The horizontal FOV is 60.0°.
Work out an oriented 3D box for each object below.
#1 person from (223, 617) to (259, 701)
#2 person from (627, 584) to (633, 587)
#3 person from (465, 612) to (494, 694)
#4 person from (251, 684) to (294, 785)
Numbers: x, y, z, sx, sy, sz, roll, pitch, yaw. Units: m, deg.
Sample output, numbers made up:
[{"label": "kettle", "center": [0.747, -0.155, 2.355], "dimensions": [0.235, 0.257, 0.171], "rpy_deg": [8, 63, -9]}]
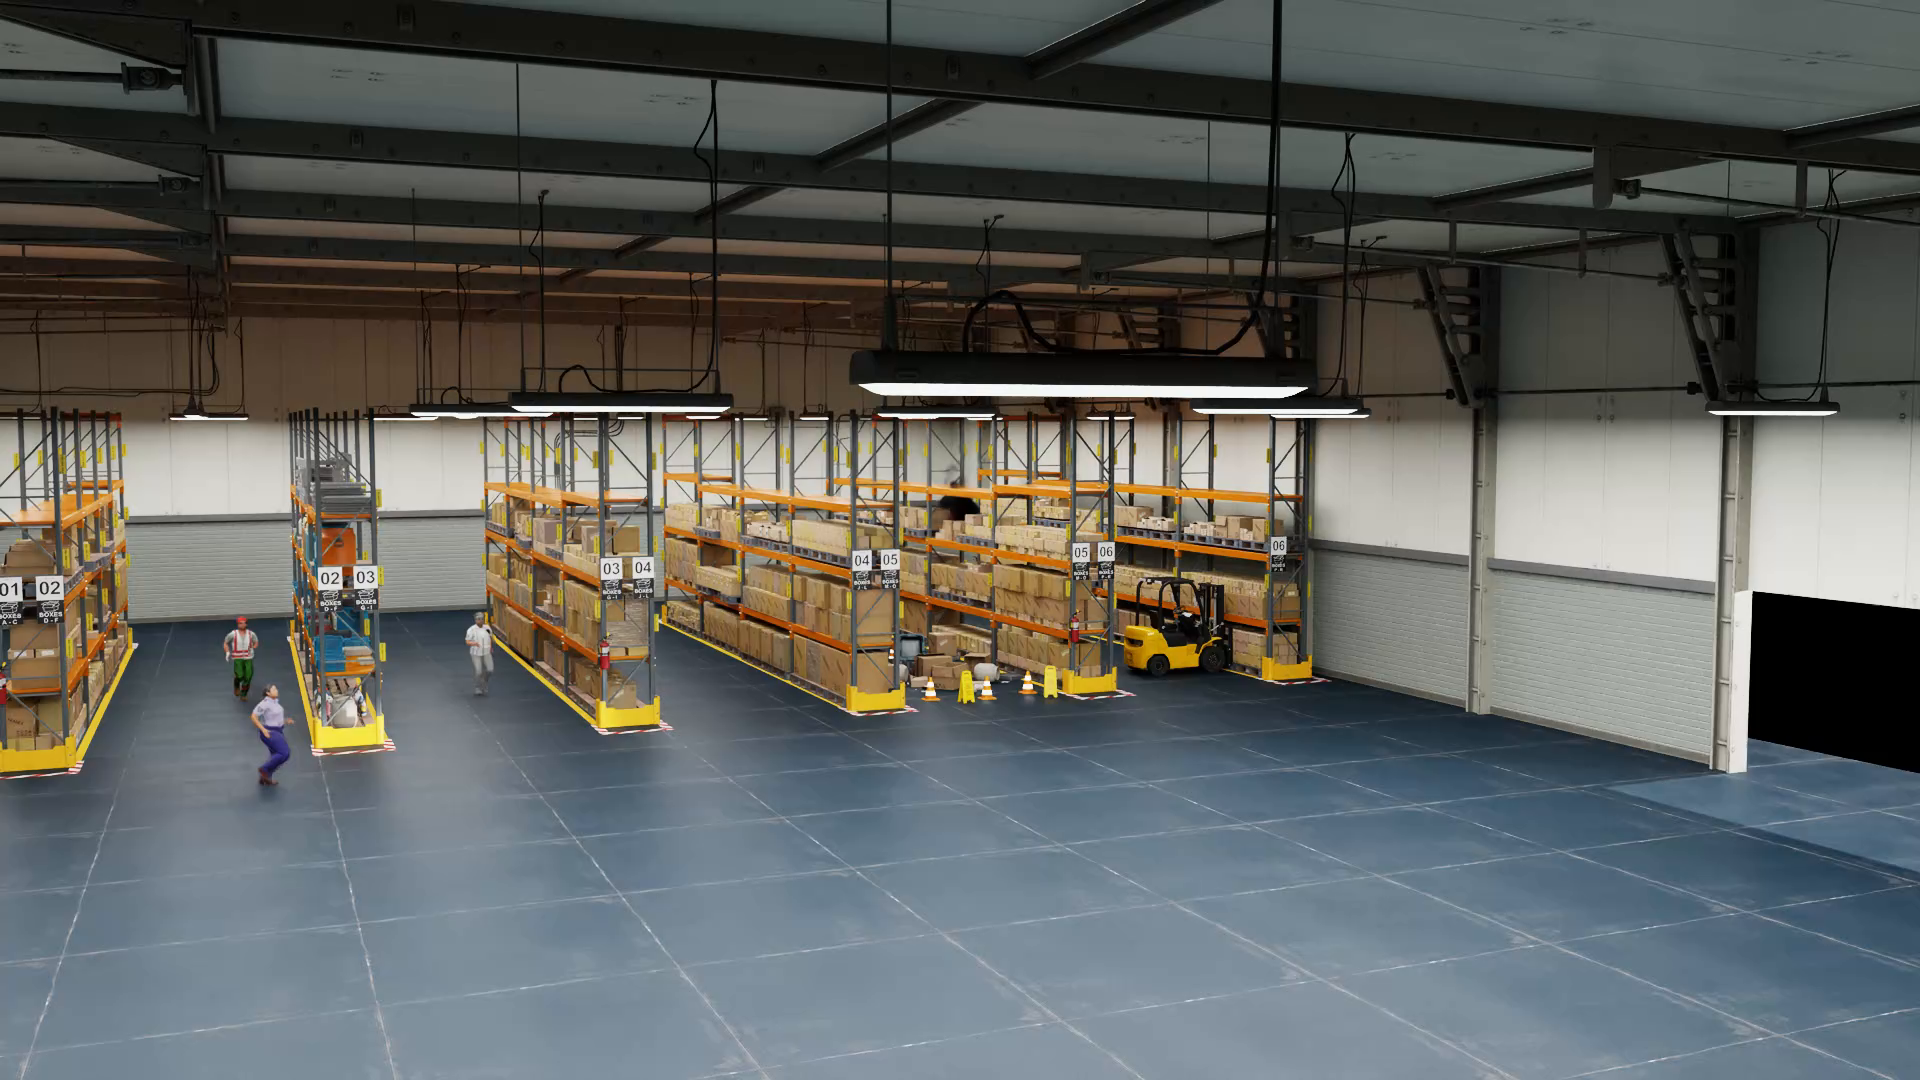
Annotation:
[{"label": "person", "center": [-14.740, 2.452, 34.188], "dimensions": [0.652, 1.740, 0.581], "rpy_deg": [-3, 5, -34]}, {"label": "person", "center": [-9.037, 1.712, 45.846], "dimensions": [0.624, 1.611, 0.514], "rpy_deg": [-2, 4, -24]}, {"label": "person", "center": [-10.061, 2.399, 35.014], "dimensions": [0.640, 1.754, 0.645], "rpy_deg": [-3, 5, -32]}, {"label": "person", "center": [-10.819, 3.073, 26.269], "dimensions": [0.574, 1.606, 0.593], "rpy_deg": [0, 4, -5]}]
